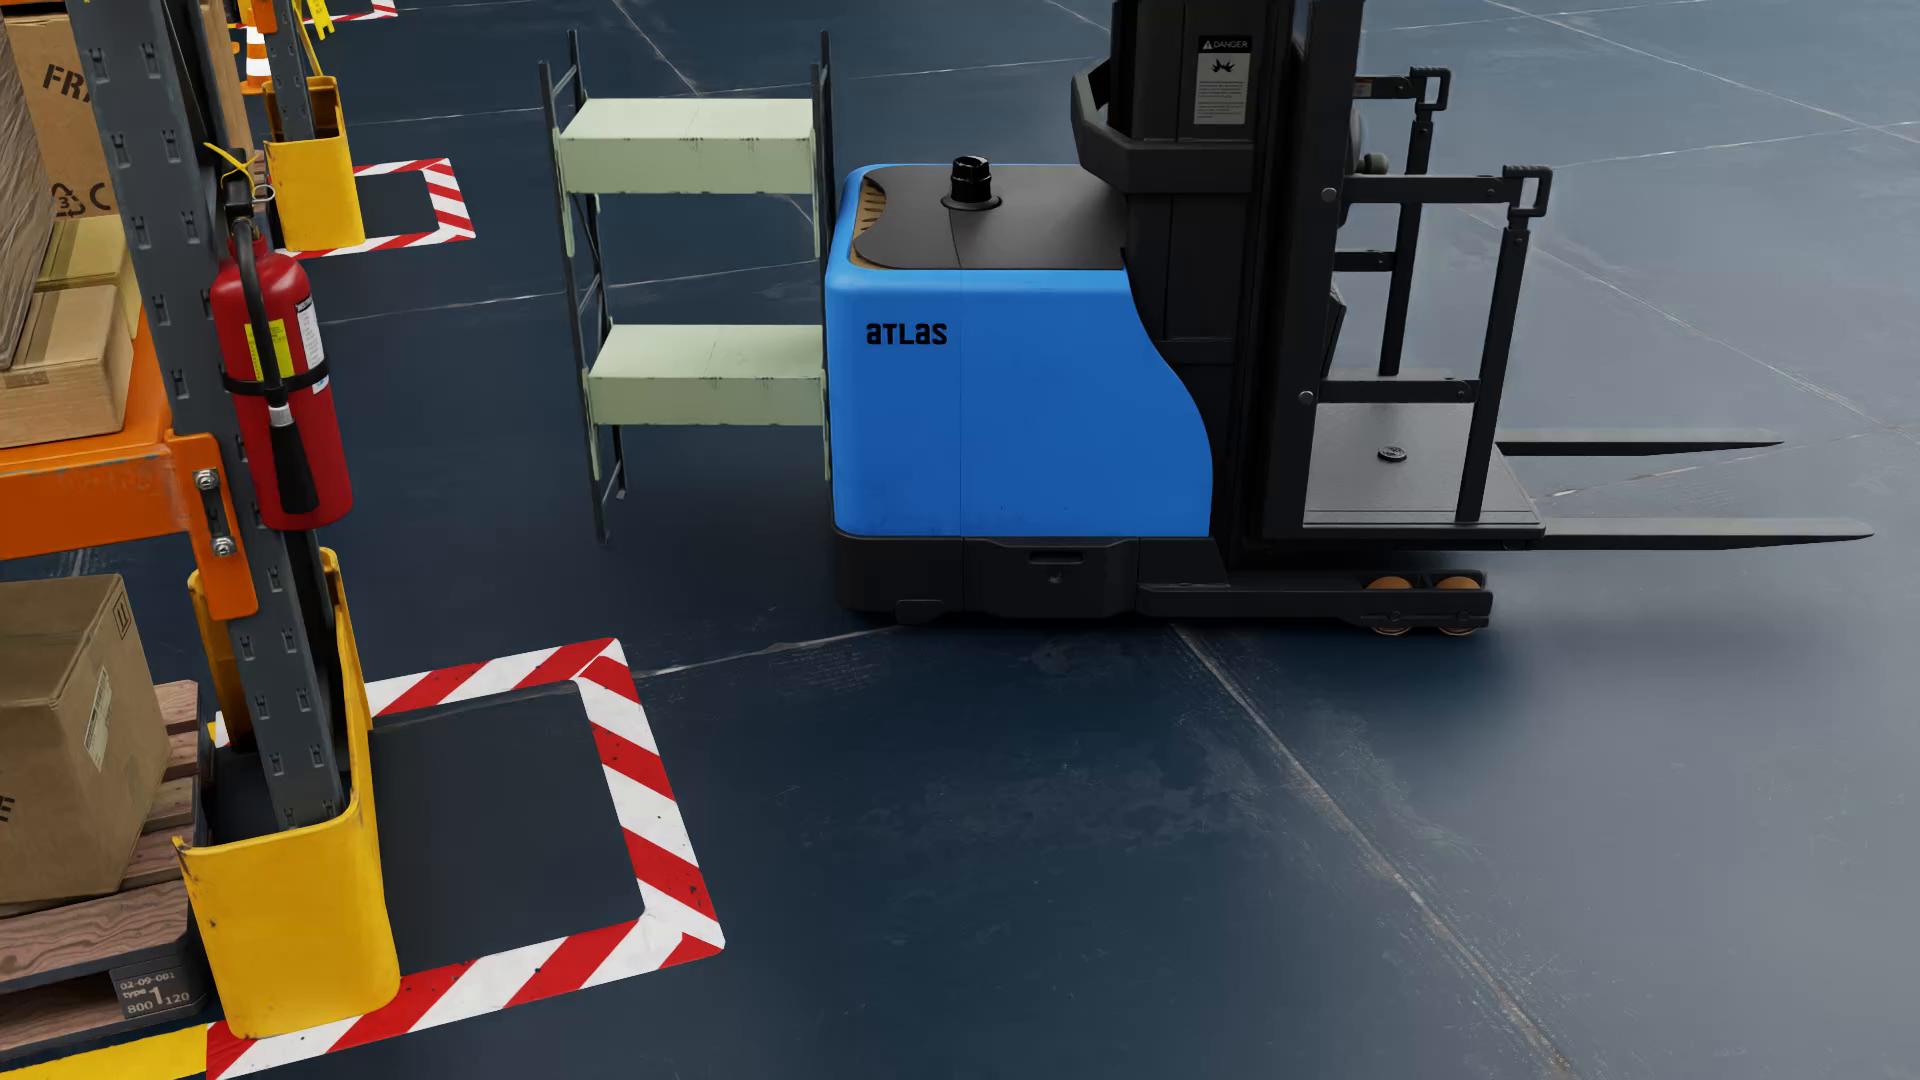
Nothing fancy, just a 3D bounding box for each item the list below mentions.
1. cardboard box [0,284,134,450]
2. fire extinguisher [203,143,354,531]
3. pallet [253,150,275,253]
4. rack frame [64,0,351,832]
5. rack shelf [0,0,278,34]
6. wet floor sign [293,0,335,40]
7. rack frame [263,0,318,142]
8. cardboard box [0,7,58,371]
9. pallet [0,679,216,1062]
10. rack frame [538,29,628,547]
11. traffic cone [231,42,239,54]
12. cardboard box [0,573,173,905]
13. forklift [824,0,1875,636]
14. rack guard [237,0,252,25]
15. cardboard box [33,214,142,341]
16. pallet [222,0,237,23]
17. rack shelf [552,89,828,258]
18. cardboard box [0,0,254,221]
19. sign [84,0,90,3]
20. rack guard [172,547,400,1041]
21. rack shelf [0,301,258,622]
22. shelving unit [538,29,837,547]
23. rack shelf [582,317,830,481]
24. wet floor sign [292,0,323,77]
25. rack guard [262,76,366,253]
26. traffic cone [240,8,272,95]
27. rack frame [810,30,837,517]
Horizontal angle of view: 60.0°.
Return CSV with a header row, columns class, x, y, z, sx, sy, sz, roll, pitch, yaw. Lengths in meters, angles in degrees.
class,x,y,z,sx,sy,sz,roll,pitch,yaw
cardboard box,-1.671,-0.320,3.035,0.250,0.149,0.380,-10,31,-18
fire extinguisher,-1.208,-0.346,2.906,0.183,0.674,0.296,-10,31,-18
pallet,-3.832,-1.507,7.681,1.213,0.211,1.003,-10,31,-18
rack frame,-1.476,-0.574,3.227,0.127,3.000,1.000,-10,31,-18
rack shelf,-4.985,-2.235,6.869,4.000,0.370,1.077,-10,31,-18
wet floor sign,-4.380,-3.685,11.066,0.232,0.644,0.267,0,30,0
rack frame,-3.110,-2.893,7.297,0.127,3.000,1.000,-10,31,-18
cardboard box,-2.001,-0.664,2.984,0.500,0.500,0.875,-10,31,-18
pallet,-2.320,0.775,3.677,1.213,0.211,1.003,-10,31,-18
rack frame,-1.122,-0.728,5.012,0.023,1.500,0.400,0,30,0
traffic cone,-4.884,-3.397,10.745,0.334,0.463,0.336,-10,31,-18
cardboard box,-2.067,0.430,3.566,0.500,0.500,0.500,-5,30,-8
forklift,1.147,-1.264,4.508,3.031,2.935,1.130,0,30,0
rack guard,-5.002,-4.072,11.893,0.348,0.500,1.175,-10,31,-18
cardboard box,-1.826,-0.526,3.397,0.250,0.149,0.380,-10,31,-18
pallet,-5.776,-3.823,11.747,1.213,0.211,1.003,-10,31,-18
rack shelf,-0.756,-1.066,4.817,0.720,0.370,0.431,0,30,0
cardboard box,-3.723,-2.004,7.460,0.875,0.875,0.875,-10,31,-17
sign,-1.301,-0.953,2.404,0.005,0.325,0.100,-10,31,-18
rack guard,-1.547,0.525,3.823,0.348,0.500,1.175,-10,31,-18
rack shelf,-3.350,0.084,2.799,4.000,0.370,1.077,-10,31,-18
shelving unit,-0.756,-0.727,5.010,0.755,1.500,0.431,0,30,0
rack shelf,-0.756,-0.443,5.172,0.720,0.370,0.431,0,30,0
wet floor sign,-3.774,-2.793,9.501,0.232,0.644,0.267,-16,33,-26
rack guard,-3.088,-1.811,7.923,0.348,0.500,1.175,-10,31,-18
traffic cone,-4.179,-2.940,9.944,0.334,0.463,0.336,-10,31,-18
rack frame,-0.390,-0.726,5.009,0.023,1.500,0.400,0,30,0
